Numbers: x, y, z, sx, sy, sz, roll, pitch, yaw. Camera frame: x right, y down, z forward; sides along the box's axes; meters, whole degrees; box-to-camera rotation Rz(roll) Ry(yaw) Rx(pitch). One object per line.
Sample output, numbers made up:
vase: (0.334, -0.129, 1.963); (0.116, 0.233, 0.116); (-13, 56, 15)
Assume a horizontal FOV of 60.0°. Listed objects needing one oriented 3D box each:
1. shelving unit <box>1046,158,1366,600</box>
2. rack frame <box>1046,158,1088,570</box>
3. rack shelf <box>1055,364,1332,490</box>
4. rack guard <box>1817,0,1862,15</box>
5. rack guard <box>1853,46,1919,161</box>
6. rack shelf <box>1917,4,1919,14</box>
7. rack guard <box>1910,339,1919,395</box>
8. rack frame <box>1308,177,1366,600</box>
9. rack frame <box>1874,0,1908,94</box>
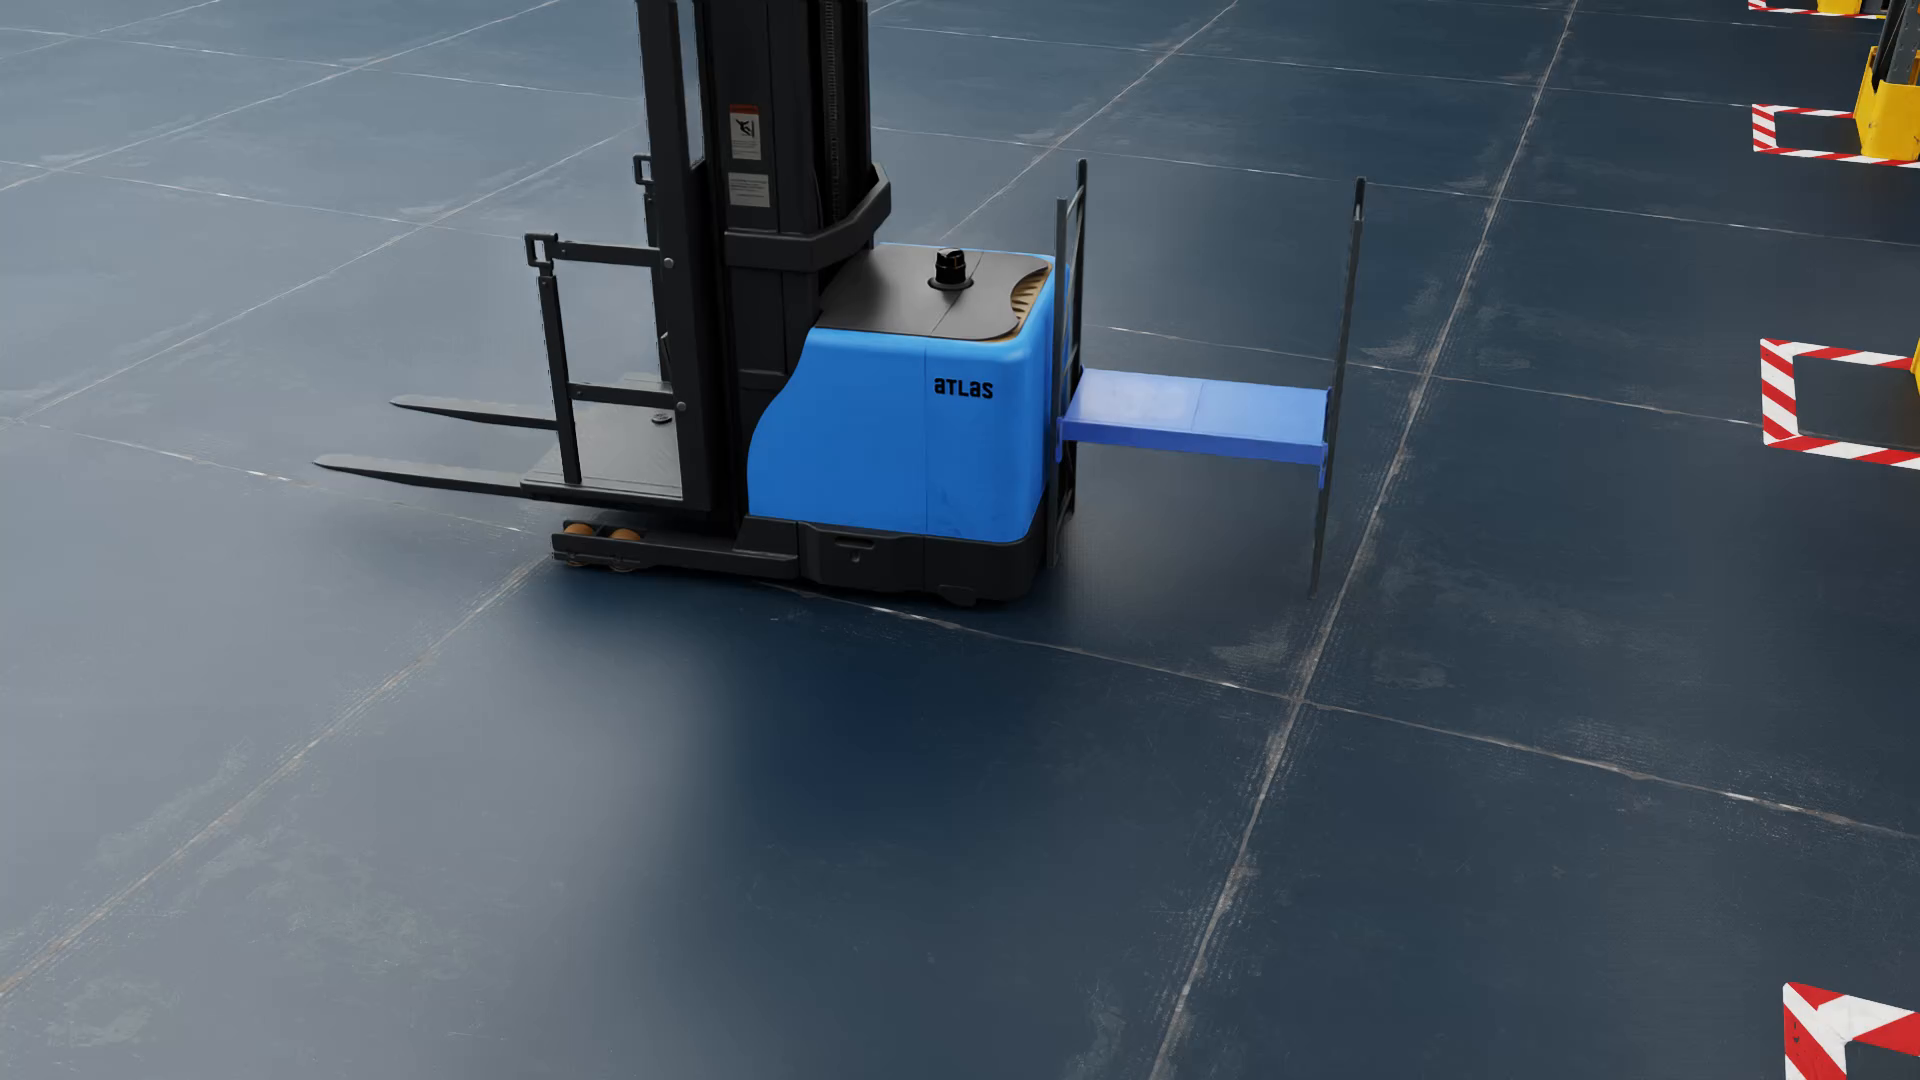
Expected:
shelving unit: (0.905, -0.600, 6.288); (1.048, 1.500, 0.538); (6, 30, 11)
rack frame: (0.410, -0.656, 6.387); (0.032, 1.500, 0.500); (6, 30, 11)
rack shelf: (0.905, -0.444, 6.376); (1.000, 0.185, 0.538); (6, 30, 11)
rack guard: (8.319, -5.334, 15.679); (0.348, 0.500, 1.175); (11, 31, 19)
rack guard: (6.563, -3.079, 11.690); (0.348, 0.500, 1.175); (11, 31, 19)
rack shelf: (8.328, -3.477, 10.584); (4.000, 0.370, 1.077); (11, 31, 19)
rack guard: (4.683, -0.799, 7.656); (0.348, 0.500, 1.175); (11, 31, 19)
rack frame: (1.401, -0.544, 6.188); (0.032, 1.500, 0.500); (6, 30, 11)
rack frame: (6.474, -4.159, 11.059); (0.053, 2.616, 0.949); (11, 31, 19)
